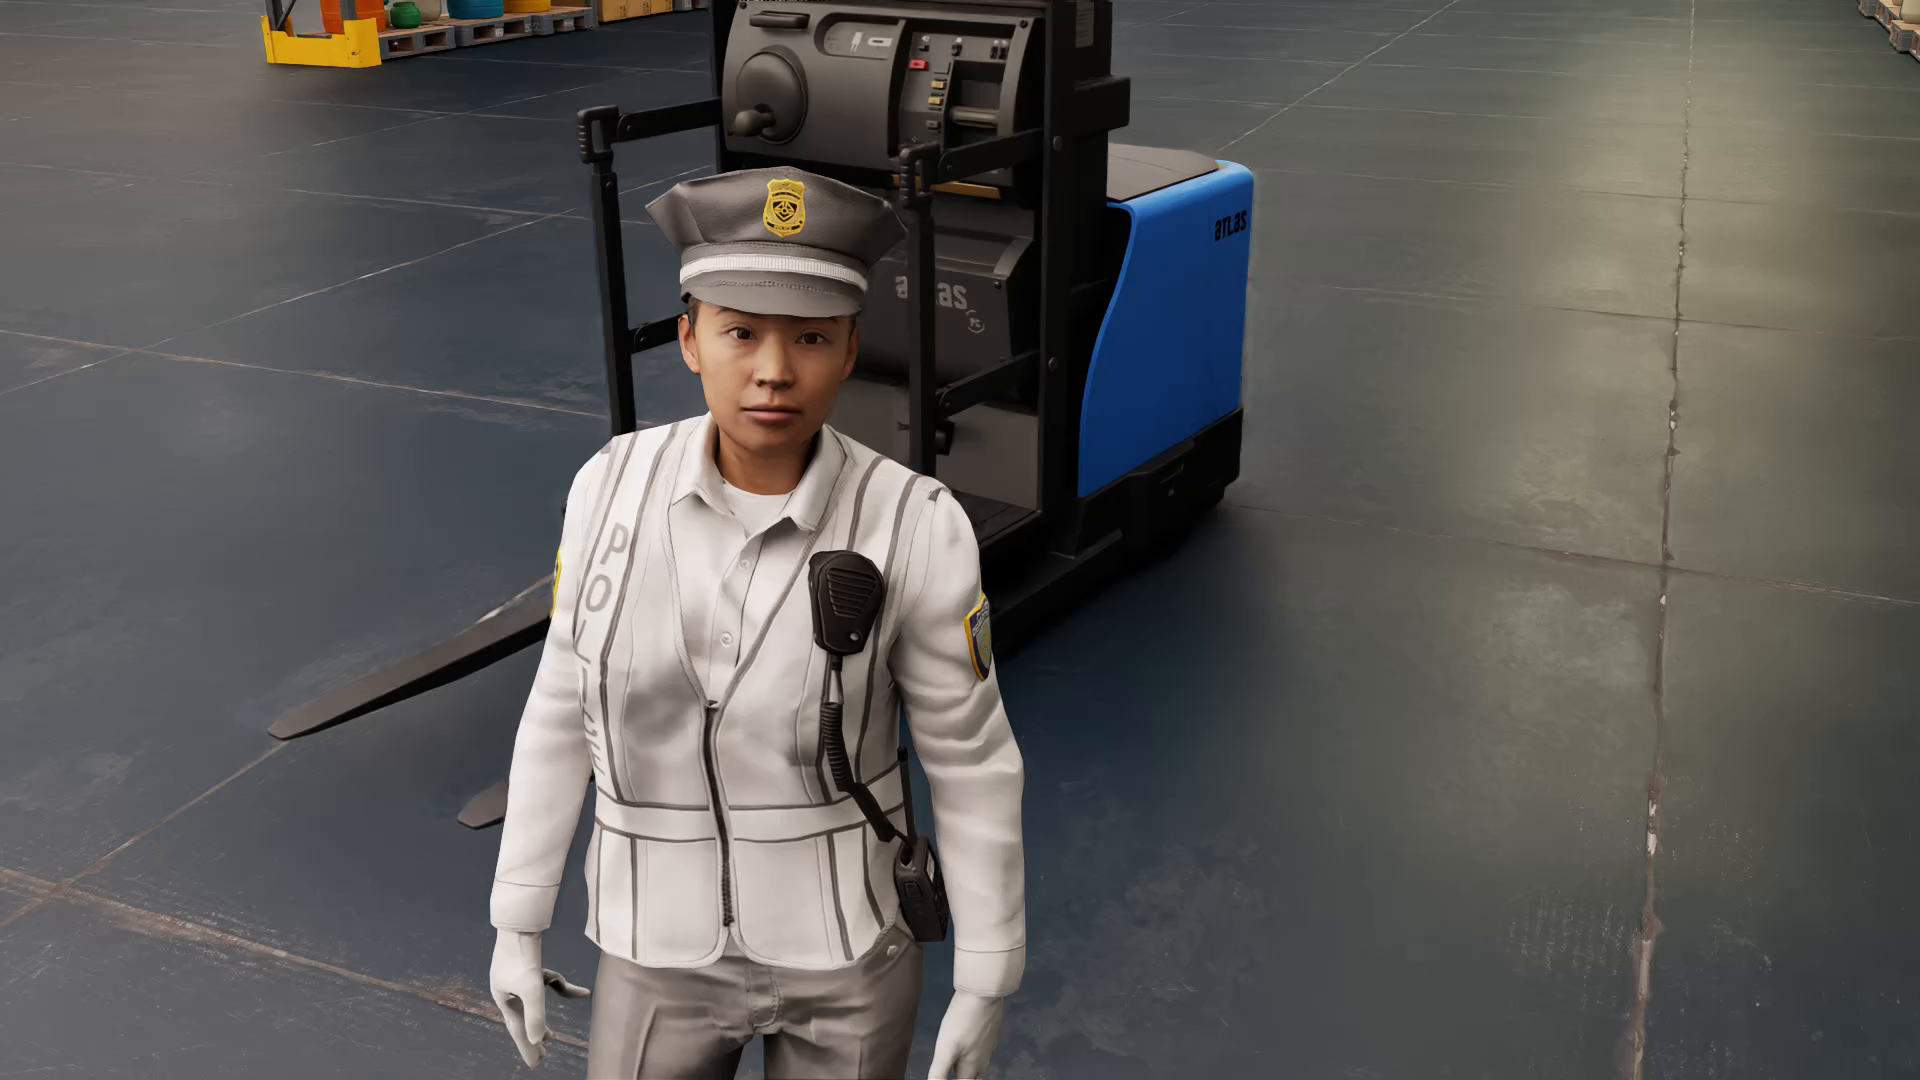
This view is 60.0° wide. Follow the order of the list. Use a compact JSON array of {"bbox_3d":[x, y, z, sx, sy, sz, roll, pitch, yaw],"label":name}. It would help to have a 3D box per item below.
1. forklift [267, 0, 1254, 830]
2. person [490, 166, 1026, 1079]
[{"bbox_3d":[-0.344,-1.147,4.036,1.130,2.935,3.031,15,27,32],"label":"forklift"},{"bbox_3d":[-0.227,0.470,1.753,0.587,1.694,0.531,2,23,5],"label":"person"}]
